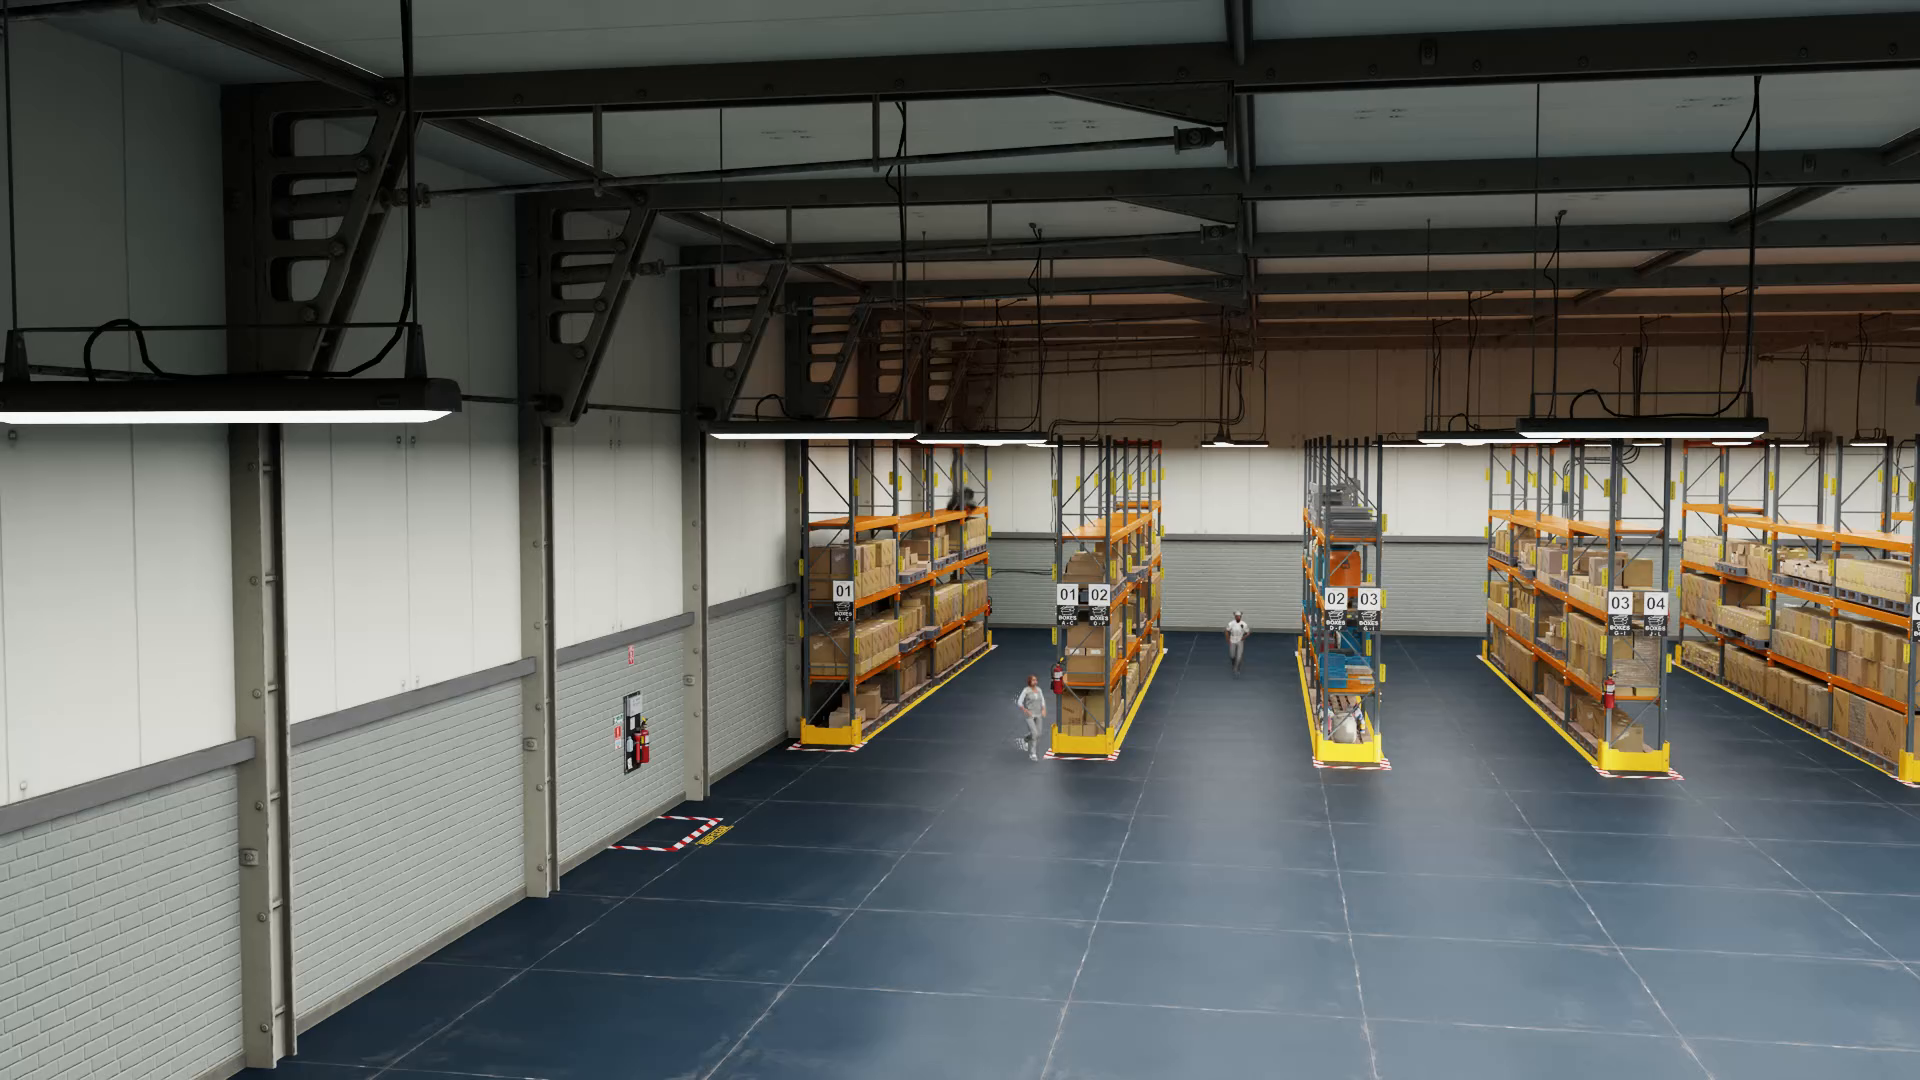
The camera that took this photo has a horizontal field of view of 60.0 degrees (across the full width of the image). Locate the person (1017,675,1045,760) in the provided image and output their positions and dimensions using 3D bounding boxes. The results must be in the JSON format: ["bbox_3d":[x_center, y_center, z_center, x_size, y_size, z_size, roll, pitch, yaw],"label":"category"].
[{"bbox_3d":[1.312,3.284,30.931,0.592,1.579,0.581,-2,4,-33],"label":"person"}]

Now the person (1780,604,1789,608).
[{"bbox_3d":[21.418,2.518,43.349,0.692,1.731,0.646,0,3,3],"label":"person"}]

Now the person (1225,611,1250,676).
[{"bbox_3d":[7.044,2.615,42.224,0.625,1.663,0.533,1,3,13],"label":"person"}]
